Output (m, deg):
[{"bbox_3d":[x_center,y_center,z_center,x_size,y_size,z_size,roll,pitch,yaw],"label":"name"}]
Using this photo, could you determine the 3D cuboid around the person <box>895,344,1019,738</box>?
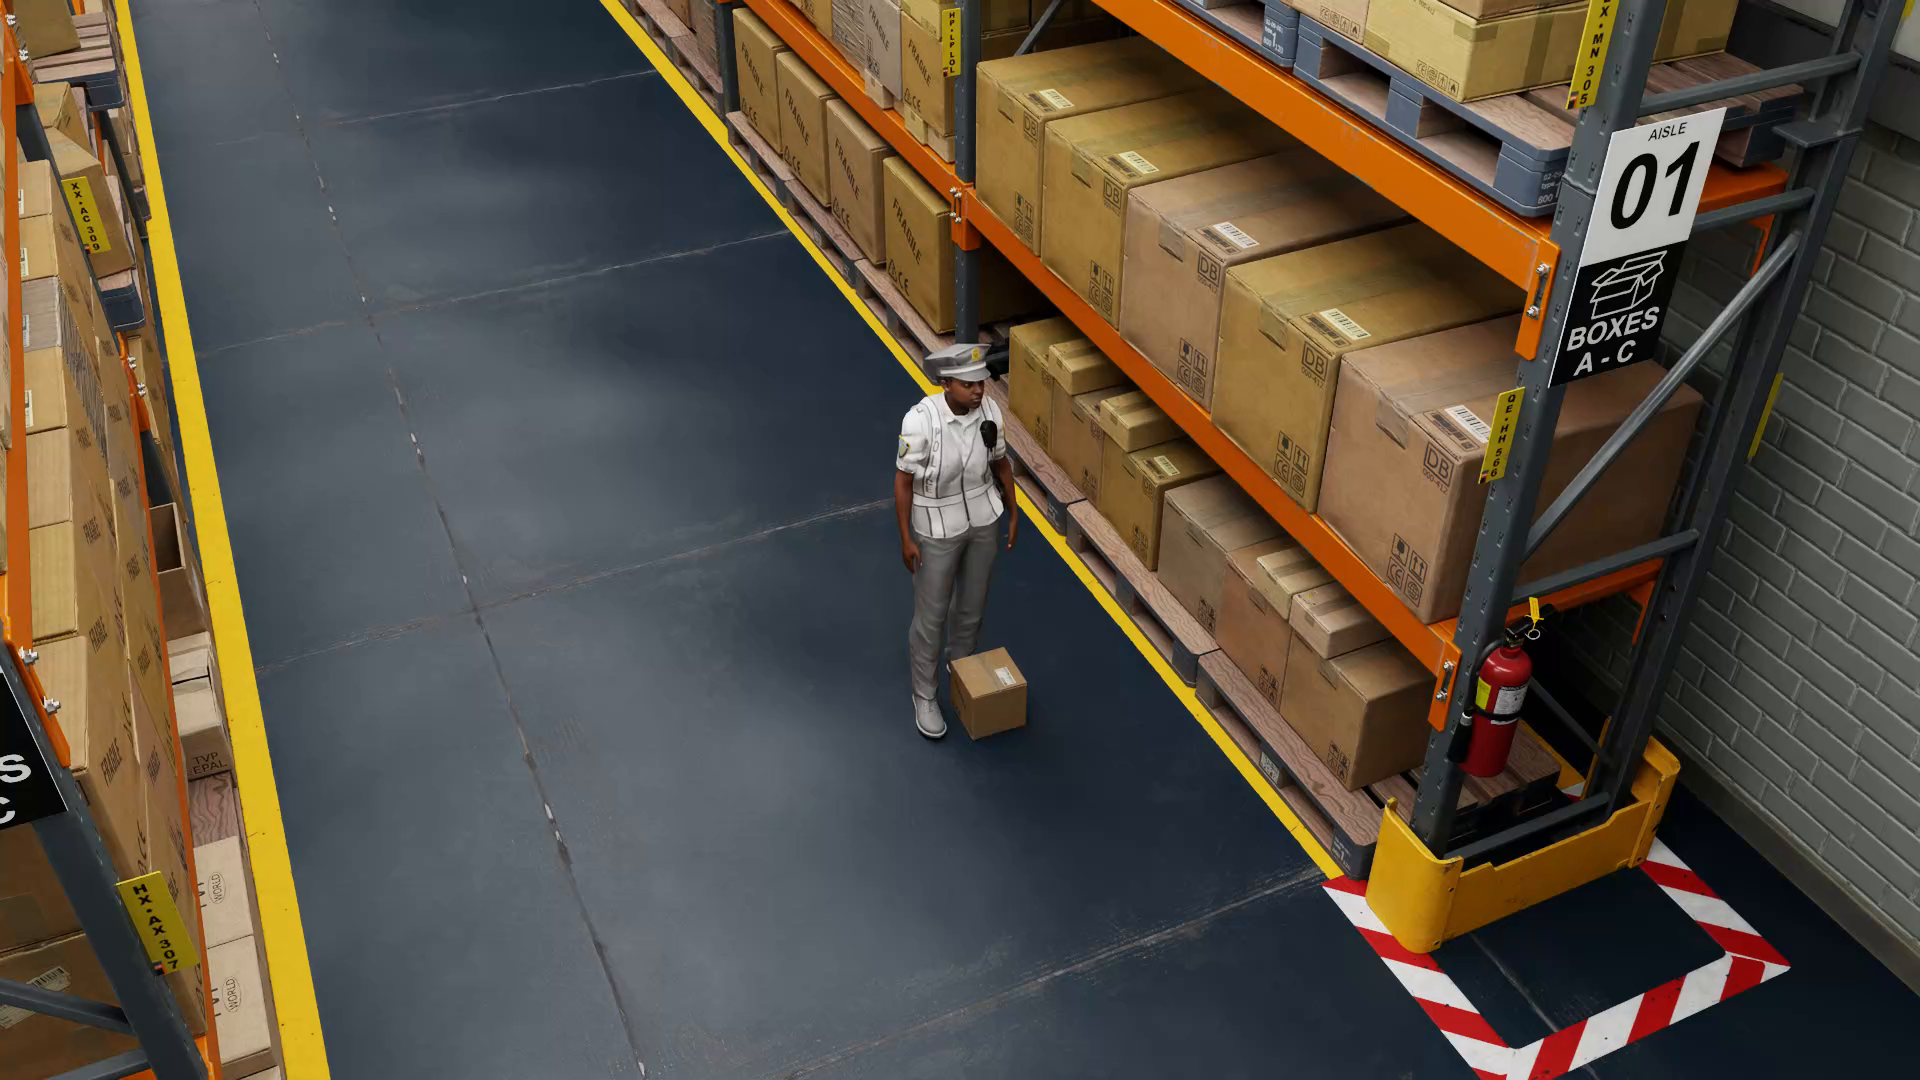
[{"bbox_3d":[0.003,-0.024,6.843,0.568,1.694,0.529,-16,40,-20],"label":"person"}]
